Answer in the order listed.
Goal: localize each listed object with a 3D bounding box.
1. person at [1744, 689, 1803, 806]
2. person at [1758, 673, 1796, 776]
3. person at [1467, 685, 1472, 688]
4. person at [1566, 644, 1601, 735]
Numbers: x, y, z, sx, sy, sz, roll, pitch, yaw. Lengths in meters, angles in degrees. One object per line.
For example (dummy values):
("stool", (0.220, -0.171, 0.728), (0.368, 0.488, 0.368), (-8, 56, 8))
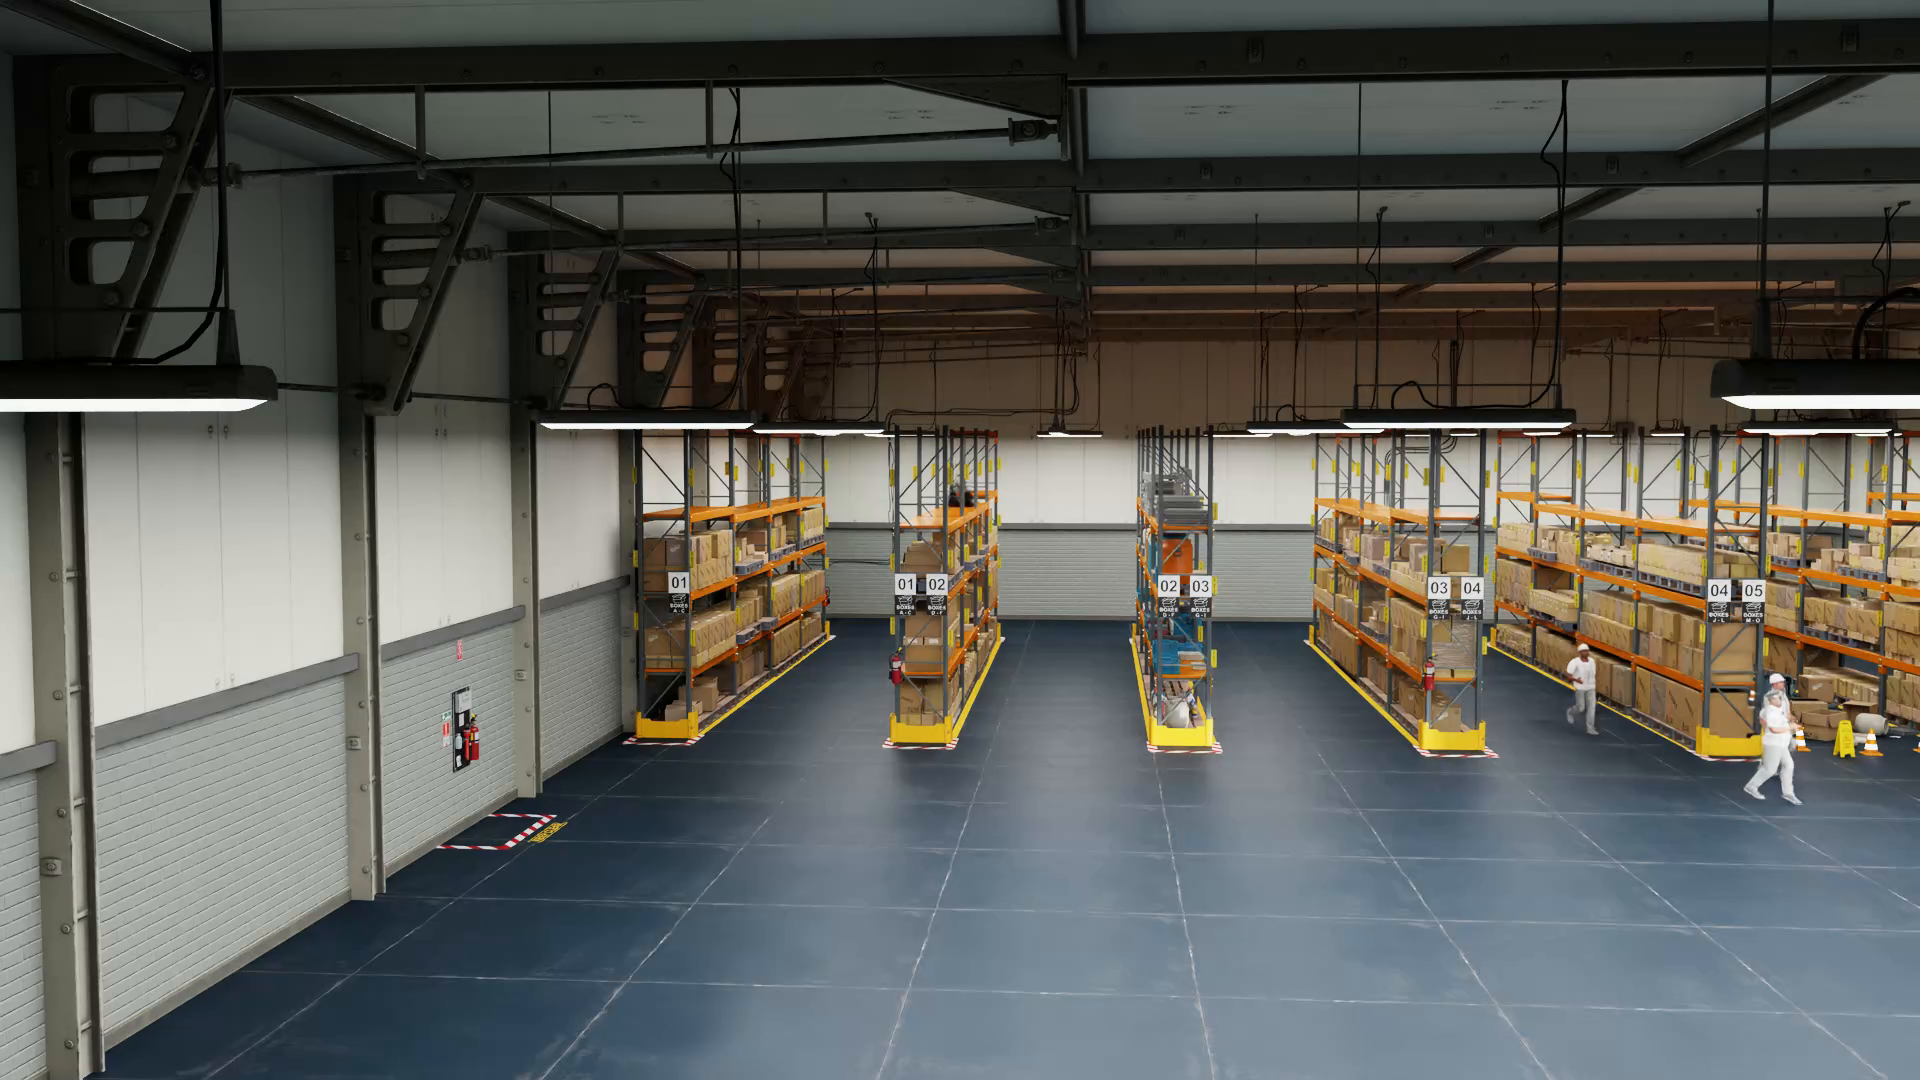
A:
("person", (12.818, 3.248, 26.163), (0.834, 1.823, 0.651), (2, 4, 34))
("person", (13.932, 3.149, 28.264), (0.695, 1.761, 0.652), (-3, 4, -36))
("person", (11.715, 2.569, 38.635), (0.590, 1.734, 0.726), (0, 3, 2))
("person", (12.204, 2.896, 32.471), (0.714, 1.735, 0.993), (0, 3, -7))
